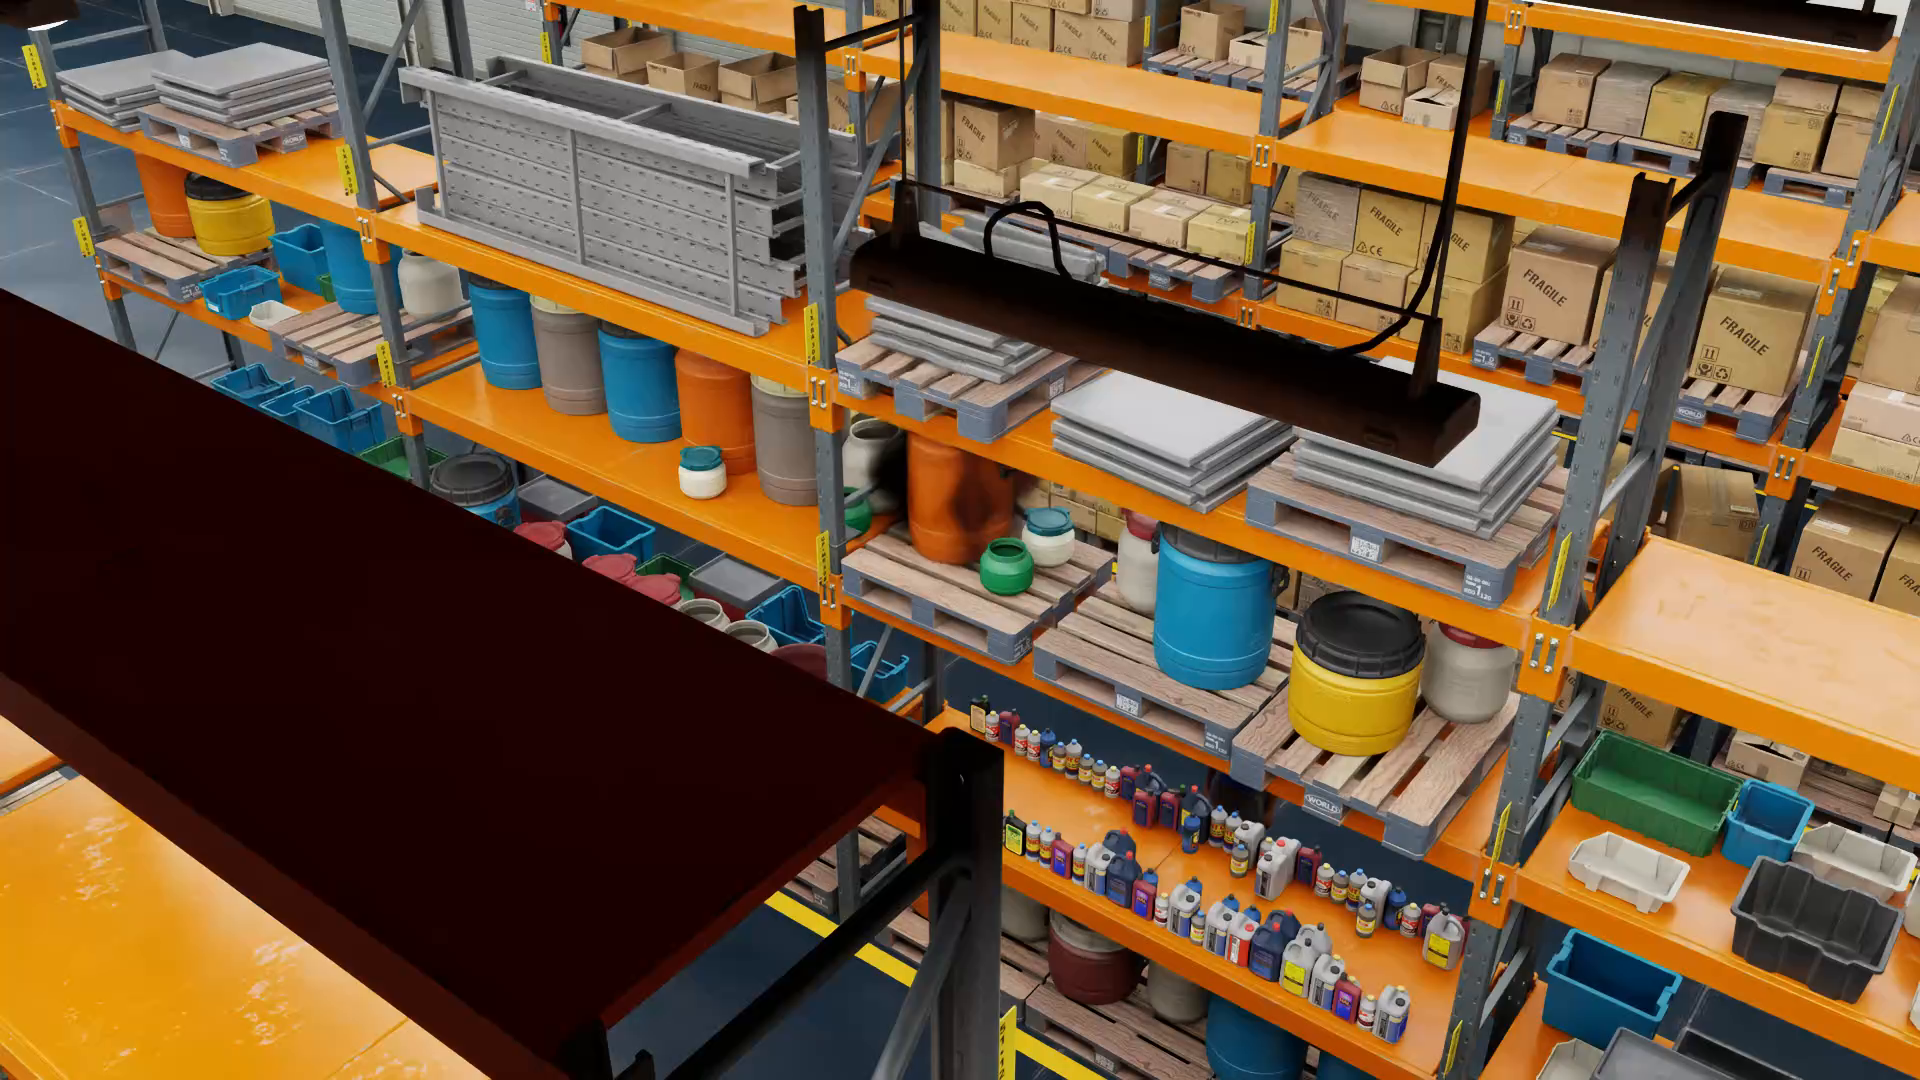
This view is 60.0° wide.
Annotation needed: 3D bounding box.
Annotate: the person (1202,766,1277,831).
[{"bbox_3d":[1.806,1.700,10.859,0.510,1.661,0.394,20,37,29],"label":"person"}]
